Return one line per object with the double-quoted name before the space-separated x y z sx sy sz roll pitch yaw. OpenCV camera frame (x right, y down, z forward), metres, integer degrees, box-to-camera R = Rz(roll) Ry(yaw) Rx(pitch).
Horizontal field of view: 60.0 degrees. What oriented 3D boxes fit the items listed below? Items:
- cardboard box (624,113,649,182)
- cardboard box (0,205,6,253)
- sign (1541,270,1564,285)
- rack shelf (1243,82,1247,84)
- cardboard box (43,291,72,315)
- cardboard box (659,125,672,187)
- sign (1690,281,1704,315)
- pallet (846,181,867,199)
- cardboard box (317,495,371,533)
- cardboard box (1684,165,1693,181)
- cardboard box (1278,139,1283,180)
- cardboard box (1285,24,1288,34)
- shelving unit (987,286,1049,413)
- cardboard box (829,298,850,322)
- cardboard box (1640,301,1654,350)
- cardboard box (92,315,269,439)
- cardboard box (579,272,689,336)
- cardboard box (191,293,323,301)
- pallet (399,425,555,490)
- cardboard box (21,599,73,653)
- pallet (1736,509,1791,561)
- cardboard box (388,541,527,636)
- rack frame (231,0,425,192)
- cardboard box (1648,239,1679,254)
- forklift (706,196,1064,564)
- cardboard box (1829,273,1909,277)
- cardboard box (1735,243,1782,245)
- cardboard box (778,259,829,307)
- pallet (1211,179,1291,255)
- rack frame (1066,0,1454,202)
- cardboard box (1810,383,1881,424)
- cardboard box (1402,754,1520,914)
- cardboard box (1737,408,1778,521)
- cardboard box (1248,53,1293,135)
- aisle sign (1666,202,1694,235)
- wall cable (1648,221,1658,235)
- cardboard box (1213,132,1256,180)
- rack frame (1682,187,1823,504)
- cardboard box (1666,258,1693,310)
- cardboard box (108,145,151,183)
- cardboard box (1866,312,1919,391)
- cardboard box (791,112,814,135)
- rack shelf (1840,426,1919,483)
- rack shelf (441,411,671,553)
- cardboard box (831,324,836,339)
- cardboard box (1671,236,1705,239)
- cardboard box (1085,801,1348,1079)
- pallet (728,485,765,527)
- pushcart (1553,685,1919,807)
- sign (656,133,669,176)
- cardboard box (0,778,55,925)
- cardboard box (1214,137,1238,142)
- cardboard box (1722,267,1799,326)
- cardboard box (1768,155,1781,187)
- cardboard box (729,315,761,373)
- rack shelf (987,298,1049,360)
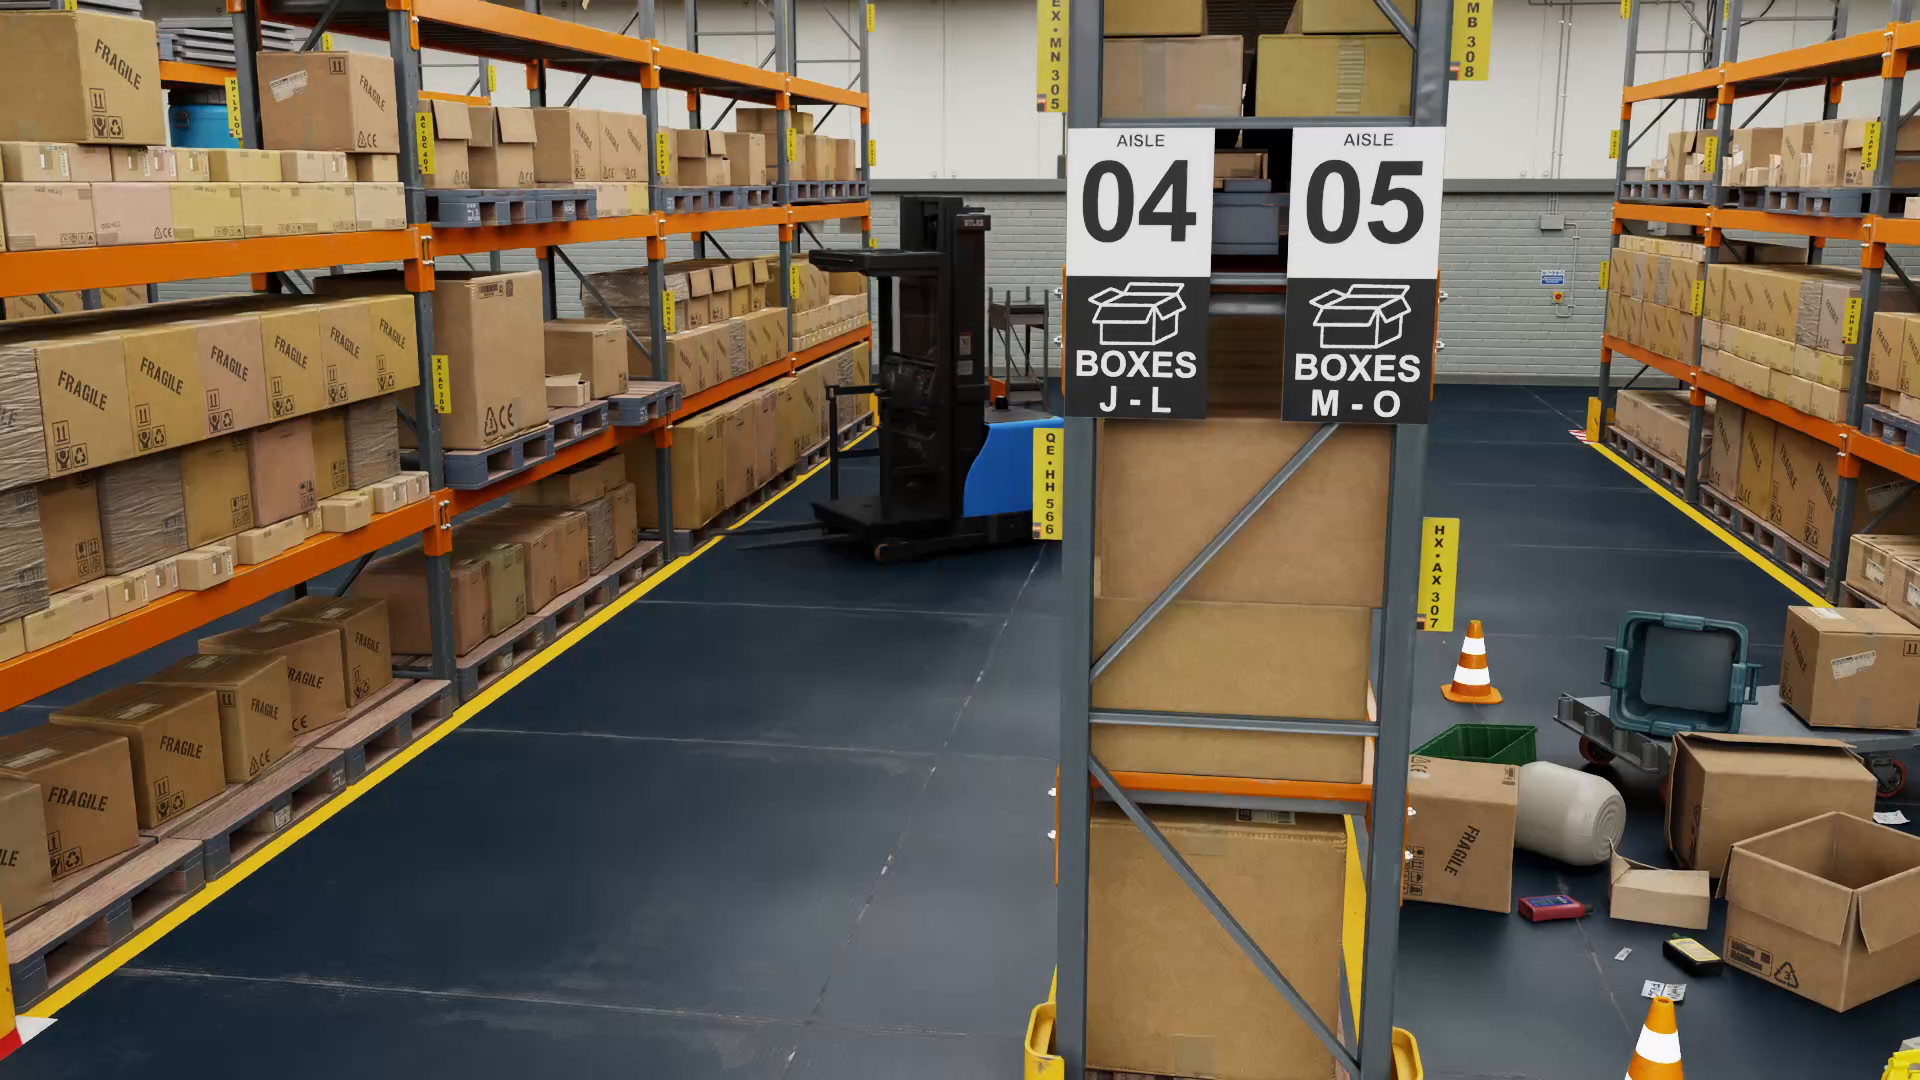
"cardboard box" -2.686 -2.959 12.558 0.500 0.500 0.500 2 12 10
"cardboard box" -3.760 -1.126 5.834 0.500 0.250 0.500 2 12 10
"sign" 8.969 -3.972 25.161 0.327 0.218 0.001 2 12 9
"rack shelf" 2.949 -4.953 17.832 1.077 0.370 4.000 2 12 9
"cardboard box" -11.453 -2.924 20.702 0.500 0.500 0.500 2 12 8
"cardboard box" -2.837 -3.158 13.664 0.797 0.503 0.637 3 12 12
"sign" 6.999 -2.298 15.792 0.100 0.325 0.005 2 12 9
"pallet" -1.733 -4.240 20.138 1.003 0.211 1.213 2 12 9
"cardboard box" -3.291 -0.139 8.616 0.380 0.149 0.250 2 12 9
"cardboard box" 7.370 -3.614 16.385 0.380 0.149 0.250 2 12 10
"cardboard box" 1.398 -1.434 6.268 0.380 0.149 0.250 2 12 9
"cardboard box" 1.358 -1.771 5.939 0.380 0.149 0.250 2 12 8
"shelving unit" 0.534 -1.276 15.430 0.431 2.100 0.503 -4 13 -17
"cardboard box" -1.598 -2.723 19.658 0.500 0.250 0.500 1 12 7
"cardboard box" 7.599 -2.293 17.774 0.500 0.500 0.500 2 12 11
"cardboard box" -3.506 -0.742 7.500 0.500 0.500 0.500 2 12 9
"cardboard box" -2.731 -1.997 14.023 0.797 0.503 0.637 2 12 11
"cardboard box" -3.795 -1.071 9.028 0.500 0.500 0.500 2 12 9
"pallet" -3.213 -0.534 10.308 1.003 0.211 1.213 2 12 9
"cardboard box" -3.700 0.327 6.452 0.380 0.149 0.250 2 12 9
"pallet" 7.318 -0.037 14.165 1.003 0.211 1.213 2 12 9
"cardboard box" -3.267 0.307 10.836 0.700 0.500 0.500 2 12 8
"rack frame" -3.475 -3.406 8.940 1.000 3.000 0.127 2 12 9
"cardboard box" 7.555 -3.119 17.696 0.380 0.149 0.250 2 12 7
"forklift" -0.611 -1.363 13.862 3.031 2.935 1.130 -7 14 -29
"cardboard box" 7.493 -1.933 13.734 0.500 0.500 0.500 2 12 10
"cardboard box" 7.973 -2.888 16.625 0.380 0.149 0.250 2 12 8
"cardboard box" -1.759 -2.880 18.607 0.500 0.500 0.500 1 12 7
"pallet" 0.899 -1.037 5.276 1.003 0.211 1.213 2 12 9
"rack frame" 0.796 -2.392 4.233 1.000 3.000 0.127 2 12 9
"cardboard box" 6.754 -1.026 12.489 0.500 0.250 0.500 1 12 7
"cardboard box" 2.186 1.285 7.338 0.500 0.500 0.500 4 13 18
"cardboard box" 7.400 -0.665 14.504 0.875 0.875 0.875 2 12 10
"cardboard box" 1.200 -1.450 5.397 0.500 0.250 0.500 2 12 8
"aisle sign" 8.480 -3.926 19.422 0.394 0.787 0.004 2 12 9
"wall cable" 10.410 -4.278 24.814 0.588 1.984 0.122 2 12 9
"cardboard box" 1.361 -2.091 9.080 0.500 0.250 0.500 2 12 9
"rack frame" 7.548 -1.818 15.809 1.000 3.000 0.127 2 12 9
"cardboard box" 7.434 -2.568 16.680 0.500 0.500 0.500 2 12 8
"cardboard box" -3.585 -1.549 6.848 0.380 0.149 0.250 1 12 6
"cardboard box" 6.635 -1.299 11.460 0.500 0.500 0.500 2 12 7
"cardboard box" -1.950 -4.688 18.753 0.500 0.250 0.500 1 12 7
"rack shelf" 6.625 -0.217 10.089 1.077 0.370 4.000 2 12 9
"rack shelf" -3.167 -0.538 11.579 1.077 0.370 4.000 2 12 9
"cardboard box" -1.632 -2.392 19.067 0.380 0.149 0.250 2 12 7
"cardboard box" 8.290 -3.371 18.863 0.380 0.149 0.250 2 12 10
"cardboard box" 0.835 1.231 5.709 0.875 0.875 0.875 2 12 9
"pallet" -2.474 -0.358 15.654 1.003 0.211 1.213 2 12 9
"pushcart" 4.057 1.066 8.653 1.648 0.377 0.936 -2 12 -11
"sign" -2.324 -3.007 12.981 0.100 0.325 0.005 2 12 9
"cardboard box" -3.977 1.246 6.528 0.500 0.500 0.500 4 13 19
"cardboard box" 0.829 -1.676 6.448 0.500 0.250 0.500 2 12 9
"cardboard box" 7.145 -2.167 14.816 0.500 0.500 0.500 2 12 8
"cardboard box" 6.921 -3.055 13.751 0.396 0.266 0.258 3 13 13
"cardboard box" -2.203 -1.870 15.813 0.500 0.500 0.500 2 12 8
"rack shelf" 0.533 -1.947 15.285 0.431 0.518 0.480 -4 13 -17
